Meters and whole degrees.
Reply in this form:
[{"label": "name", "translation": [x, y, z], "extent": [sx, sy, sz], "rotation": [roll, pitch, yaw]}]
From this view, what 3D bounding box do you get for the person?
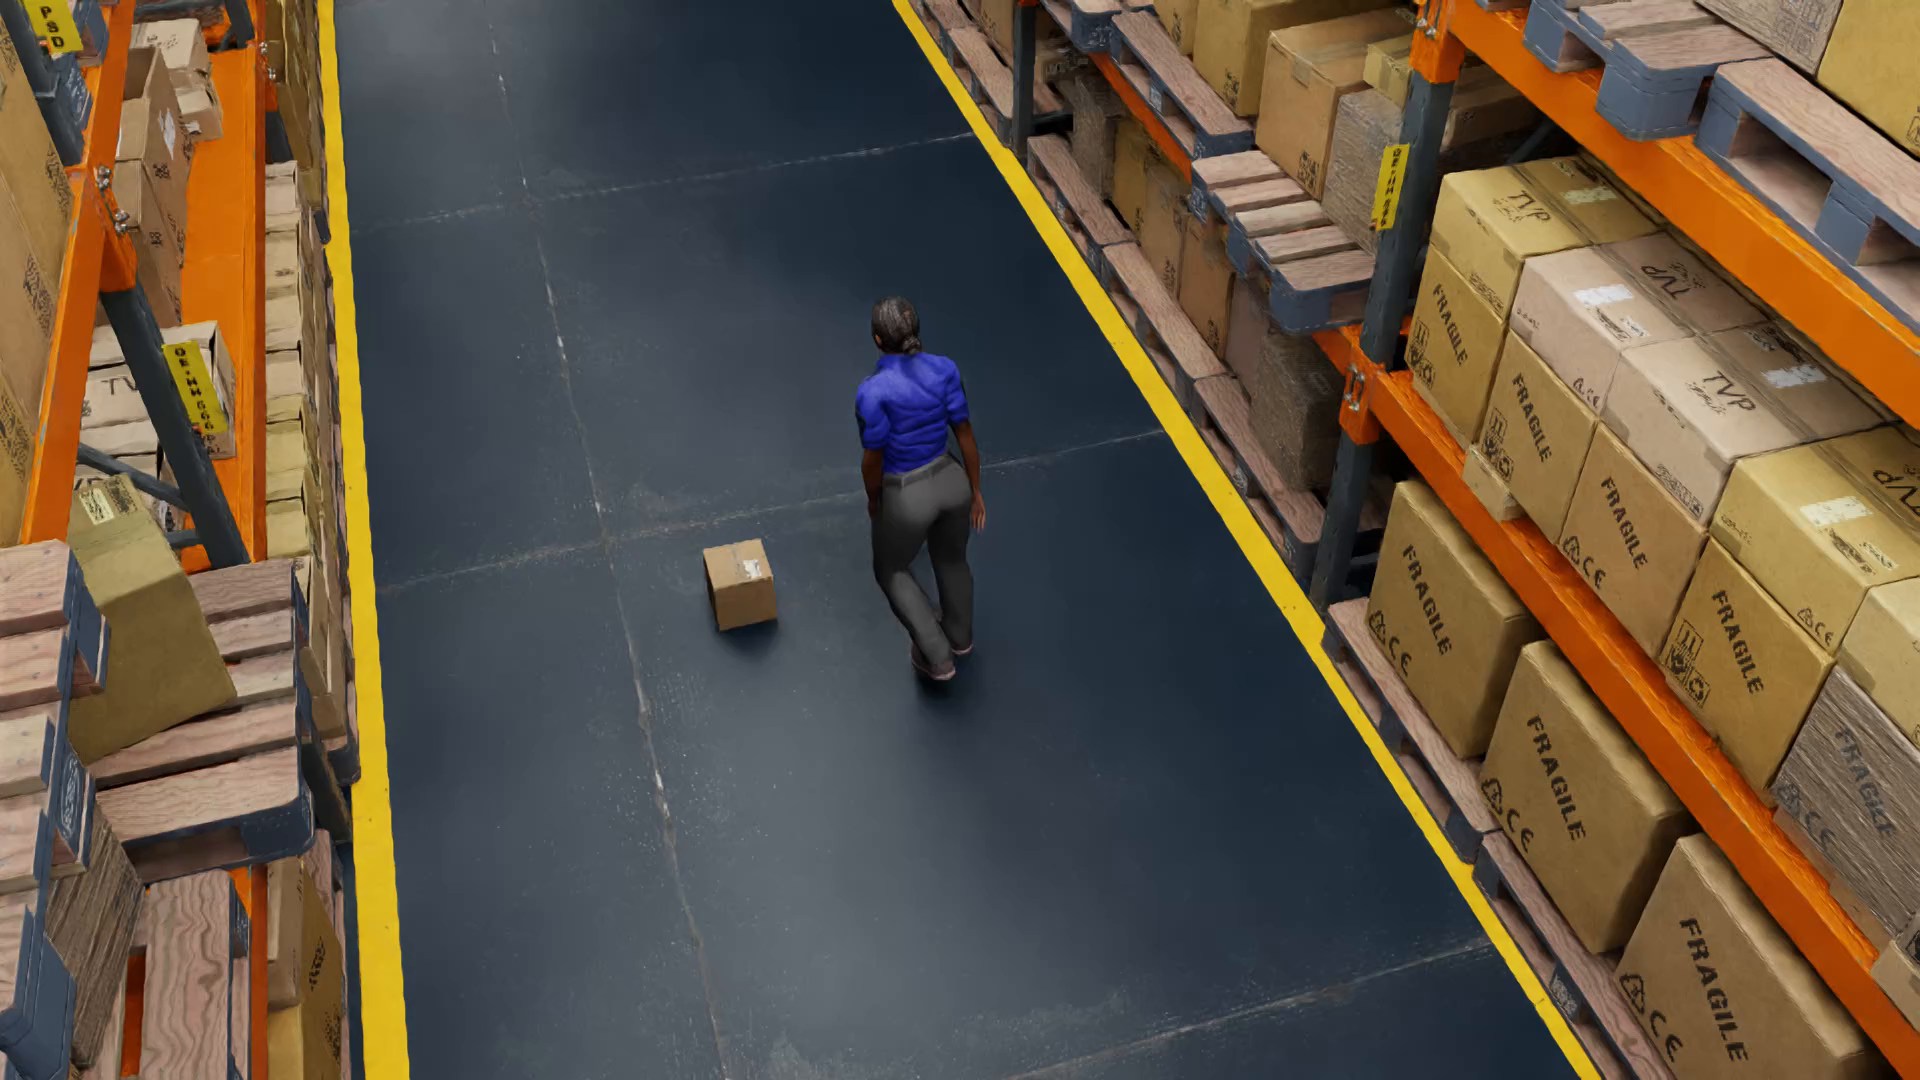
[{"label": "person", "translation": [-0.136, -0.152, 6.349], "extent": [0.448, 1.635, 0.600], "rotation": [-26, 49, -26]}]
